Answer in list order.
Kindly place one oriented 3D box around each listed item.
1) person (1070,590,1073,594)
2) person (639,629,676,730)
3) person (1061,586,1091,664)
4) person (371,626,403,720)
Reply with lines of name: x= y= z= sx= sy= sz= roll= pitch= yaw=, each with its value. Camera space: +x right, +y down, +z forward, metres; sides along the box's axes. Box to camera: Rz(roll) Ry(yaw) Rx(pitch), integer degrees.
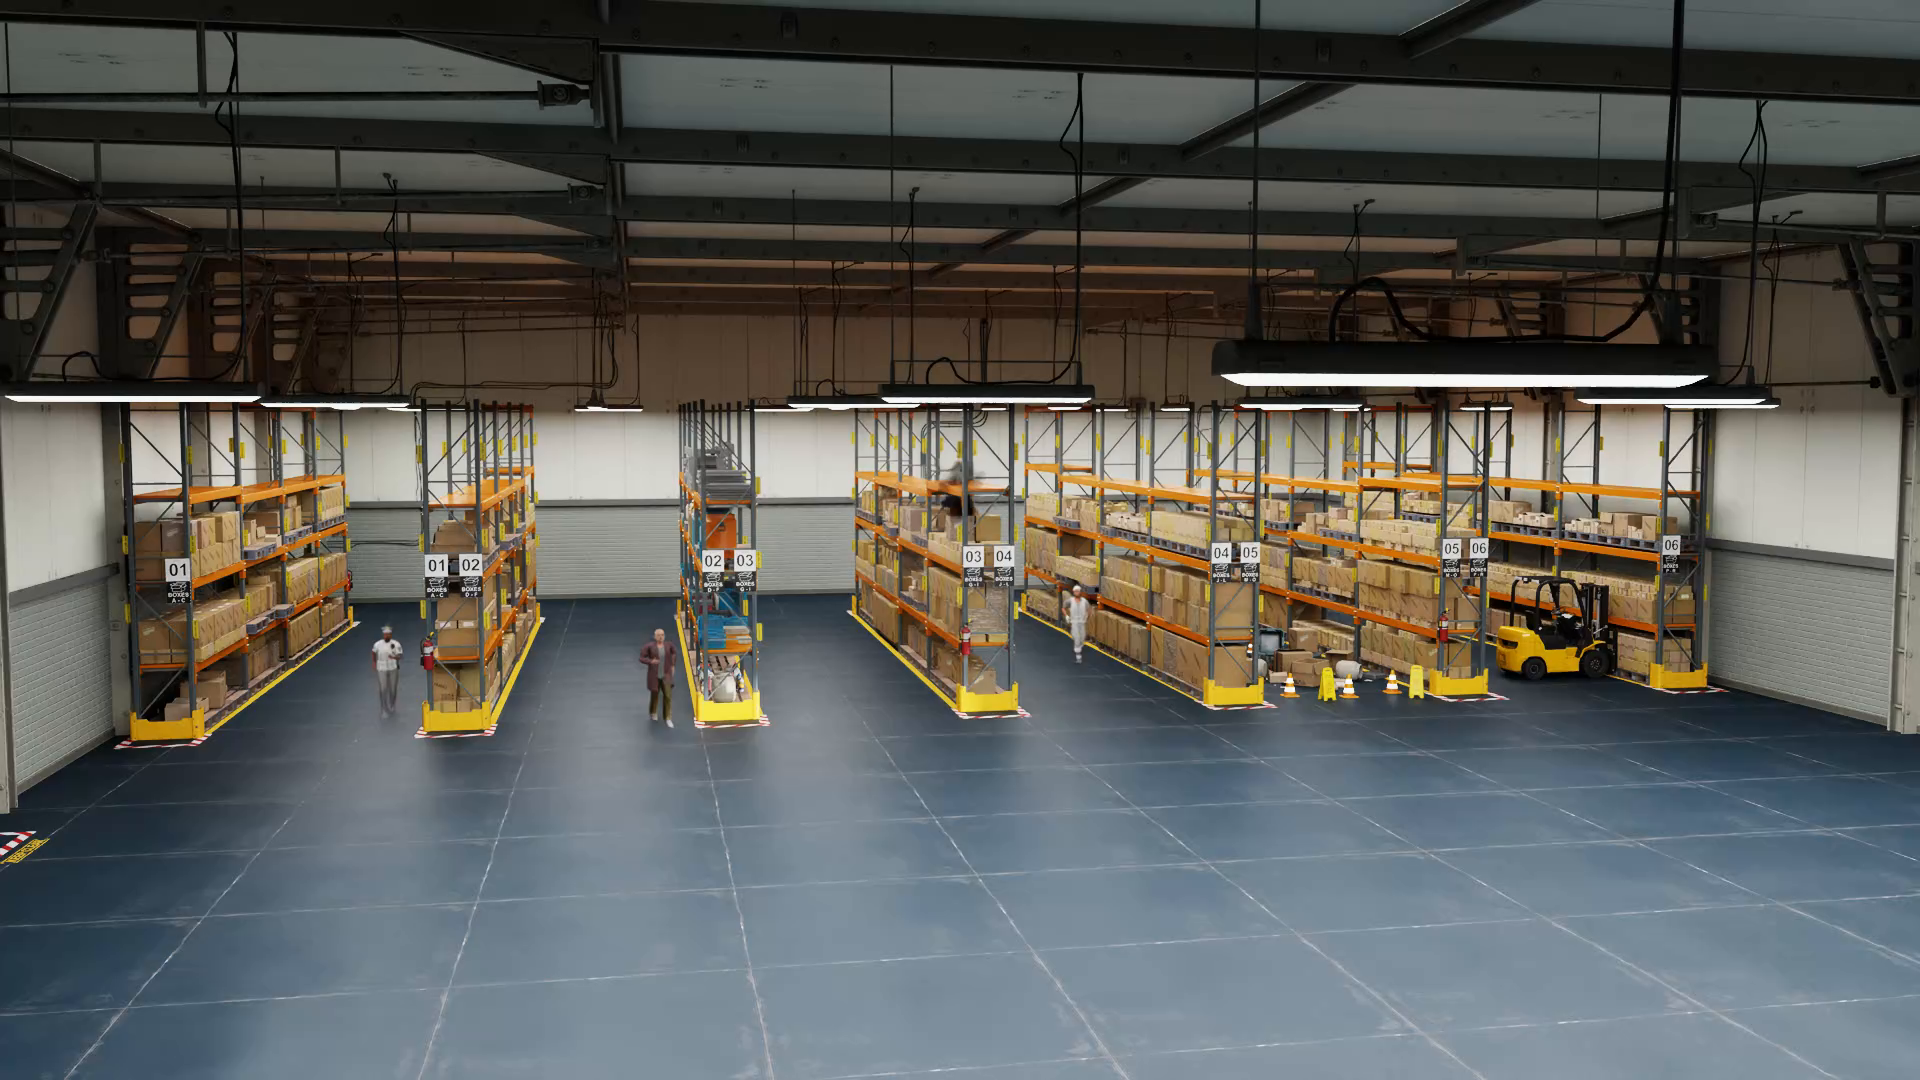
person: x=3.482 y=1.170 z=49.541 sx=0.650 sy=1.630 sz=0.565 roll=-3 pitch=5 yaw=-34
person: x=-5.543 y=2.525 z=30.600 sx=0.736 sy=1.802 sz=0.993 roll=-2 pitch=5 yaw=-21
person: x=2.698 y=1.937 z=38.430 sx=0.663 sy=1.778 sz=0.802 roll=-1 pitch=4 yaw=-10
person: x=-10.843 y=2.483 z=31.508 sx=0.562 sy=1.721 sz=0.867 roll=-2 pitch=5 yaw=-20
